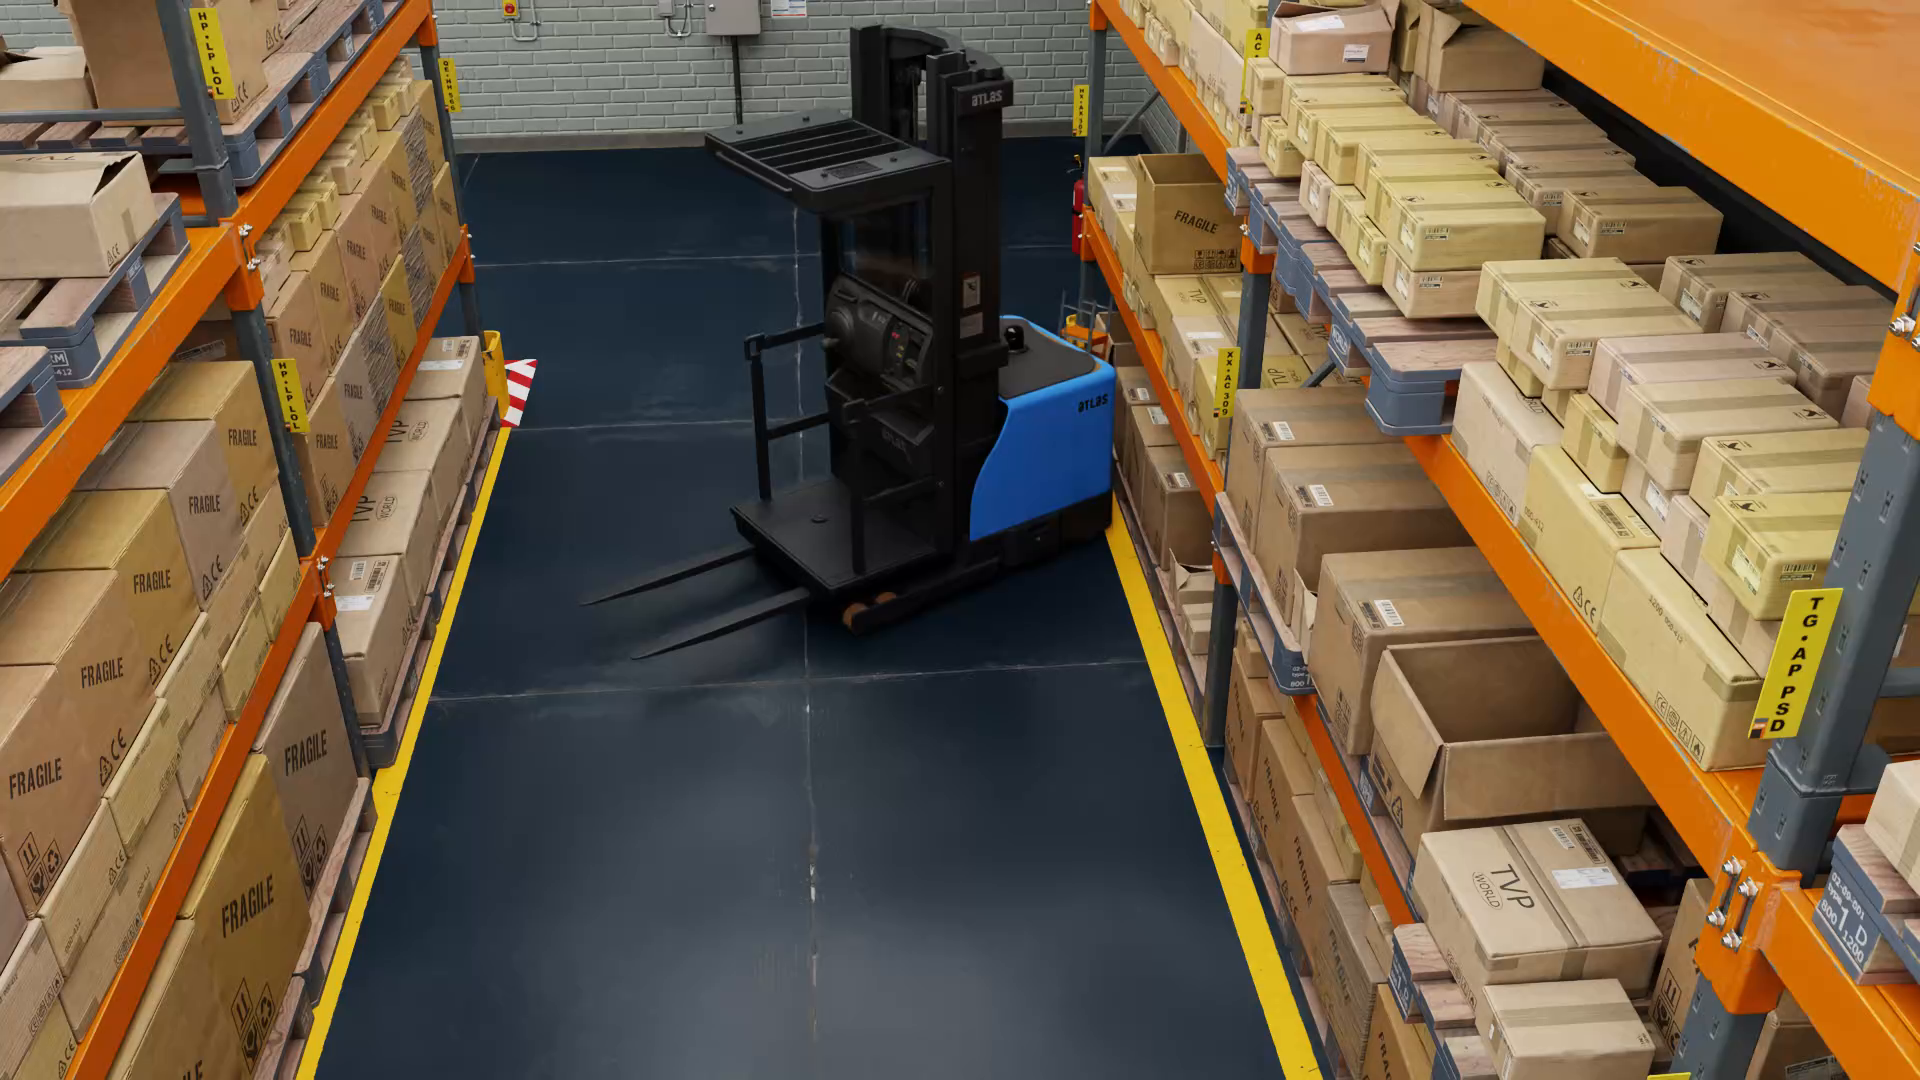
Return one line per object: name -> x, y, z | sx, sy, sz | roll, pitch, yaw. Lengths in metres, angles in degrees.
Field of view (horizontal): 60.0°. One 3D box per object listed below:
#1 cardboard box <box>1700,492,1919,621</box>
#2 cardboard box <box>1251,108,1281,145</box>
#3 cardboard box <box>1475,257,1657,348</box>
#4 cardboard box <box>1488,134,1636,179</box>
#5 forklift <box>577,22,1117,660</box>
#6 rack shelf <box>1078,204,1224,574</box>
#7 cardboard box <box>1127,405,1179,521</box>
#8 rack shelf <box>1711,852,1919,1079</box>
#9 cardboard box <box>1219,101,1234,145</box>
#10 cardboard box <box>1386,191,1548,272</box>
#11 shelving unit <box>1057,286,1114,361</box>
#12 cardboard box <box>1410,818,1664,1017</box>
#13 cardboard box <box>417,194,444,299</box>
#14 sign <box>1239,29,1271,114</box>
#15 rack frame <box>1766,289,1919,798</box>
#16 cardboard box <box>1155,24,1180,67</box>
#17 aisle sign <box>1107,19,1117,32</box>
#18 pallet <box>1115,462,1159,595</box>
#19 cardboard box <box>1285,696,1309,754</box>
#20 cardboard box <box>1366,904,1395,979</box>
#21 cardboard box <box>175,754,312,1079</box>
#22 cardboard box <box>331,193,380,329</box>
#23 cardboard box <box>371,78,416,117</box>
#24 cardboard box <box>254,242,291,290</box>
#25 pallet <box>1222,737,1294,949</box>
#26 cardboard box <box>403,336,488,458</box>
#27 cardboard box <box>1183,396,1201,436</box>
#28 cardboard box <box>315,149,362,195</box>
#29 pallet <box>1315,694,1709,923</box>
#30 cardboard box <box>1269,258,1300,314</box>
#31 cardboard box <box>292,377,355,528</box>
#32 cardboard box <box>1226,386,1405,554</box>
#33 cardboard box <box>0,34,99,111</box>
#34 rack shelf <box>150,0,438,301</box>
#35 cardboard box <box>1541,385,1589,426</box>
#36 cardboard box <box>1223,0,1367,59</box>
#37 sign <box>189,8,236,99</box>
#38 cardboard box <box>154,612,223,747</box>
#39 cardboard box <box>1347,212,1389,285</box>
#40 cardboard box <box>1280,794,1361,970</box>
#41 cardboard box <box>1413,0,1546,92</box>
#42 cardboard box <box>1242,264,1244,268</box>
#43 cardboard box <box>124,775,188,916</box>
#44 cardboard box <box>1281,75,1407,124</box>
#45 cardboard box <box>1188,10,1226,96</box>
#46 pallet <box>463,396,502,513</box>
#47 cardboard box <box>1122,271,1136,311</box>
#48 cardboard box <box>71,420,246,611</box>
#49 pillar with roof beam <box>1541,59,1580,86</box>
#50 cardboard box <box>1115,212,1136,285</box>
cardboard box -> 1.729, 0.029, 3.319 | 0.380, 0.149, 0.250 | -2, 31, -3
cardboard box -> 1.314, -1.561, 6.252 | 0.380, 0.149, 0.250 | -2, 31, -4
cardboard box -> 1.608, -0.634, 4.428 | 0.380, 0.149, 0.250 | -3, 31, -4
cardboard box -> 1.919, -1.187, 5.335 | 0.380, 0.149, 0.250 | -4, 31, -6
forklift -> -0.602, -1.061, 8.668 | 3.031, 2.935, 1.130 | -20, 36, -30
rack shelf -> 1.495, -1.042, 9.271 | 1.077, 0.370, 4.000 | -3, 31, -5
cardboard box -> 1.262, -0.449, 9.605 | 0.500, 0.500, 0.500 | -2, 31, -4
rack shelf -> 2.243, 1.755, 1.664 | 1.077, 0.370, 4.000 | -3, 31, -5
cardboard box -> 1.335, -1.804, 7.166 | 0.380, 0.149, 0.250 | -3, 31, -5
cardboard box -> 1.476, -0.904, 4.861 | 0.380, 0.149, 0.250 | -3, 31, -4
shelving unit -> 0.702, -0.916, 10.098 | 0.258, 1.200, 0.189 | 22, 28, 32
cardboard box -> 1.635, 1.073, 4.765 | 0.500, 0.250, 0.500 | -4, 31, -7
cardboard box -> -3.293, -1.685, 9.548 | 0.500, 0.500, 0.500 | -3, 31, -6
sign -> 1.143, -1.810, 6.425 | 0.100, 0.325, 0.005 | -3, 31, -5
rack frame -> 2.056, -0.863, 2.420 | 1.000, 3.000, 0.127 | -3, 31, -5
cardboard box -> 1.181, -2.464, 8.270 | 0.380, 0.149, 0.250 | -2, 31, -4
aisle sign -> 1.010, -3.509, 10.164 | 0.394, 0.787, 0.004 | -3, 31, -5
pallet -> 1.502, -0.108, 9.725 | 1.003, 0.211, 1.213 | -3, 31, -5
cardboard box -> 1.589, 0.749, 6.967 | 0.380, 0.149, 0.250 | -4, 31, -7
cardboard box -> 1.662, 1.408, 5.863 | 0.380, 0.149, 0.250 | -4, 31, -7
cardboard box -> -3.030, 1.415, 6.118 | 0.875, 0.875, 0.875 | -2, 31, -3
cardboard box -> -3.140, -1.337, 7.991 | 0.500, 0.500, 0.500 | -2, 31, -4
cardboard box -> -3.245, -2.453, 9.227 | 0.380, 0.149, 0.250 | -3, 31, -5
cardboard box -> -3.070, -1.144, 7.036 | 0.380, 0.149, 0.250 | -2, 31, -4
pallet -> 1.796, 1.281, 7.400 | 1.003, 0.211, 1.213 | -3, 31, -5
cardboard box -> -3.472, -0.881, 10.388 | 0.875, 0.438, 0.875 | -4, 31, -6
cardboard box -> 1.307, -0.636, 8.135 | 0.380, 0.149, 0.250 | -2, 31, -3
cardboard box -> -3.154, -1.793, 8.121 | 0.380, 0.149, 0.250 | -3, 31, -4
pallet -> 1.870, 0.802, 5.669 | 1.003, 0.211, 1.213 | -3, 31, -5
cardboard box -> 1.808, -1.488, 8.441 | 0.500, 0.500, 0.500 | -4, 31, -6
cardboard box -> -3.042, -0.385, 7.372 | 0.500, 0.500, 0.500 | -2, 31, -3
cardboard box -> 1.505, -0.295, 6.812 | 0.700, 0.500, 0.500 | -2, 31, -3
cardboard box -> -3.638, -1.854, 6.628 | 0.396, 0.266, 0.258 | -2, 31, -3
rack shelf -> -3.446, -2.090, 8.101 | 1.077, 0.370, 4.000 | -3, 31, -5
cardboard box -> 1.739, -0.375, 4.285 | 0.380, 0.149, 0.250 | -2, 31, -4
cardboard box -> 1.396, -2.142, 6.854 | 0.500, 0.250, 0.500 | -3, 31, -4
sign -> -2.720, -1.766, 6.045 | 0.100, 0.325, 0.005 | -3, 31, -5
cardboard box -> -2.868, 0.492, 5.660 | 0.500, 0.250, 0.500 | -2, 31, -3
cardboard box -> 1.427, -0.910, 5.161 | 0.380, 0.149, 0.250 | -2, 31, -3
cardboard box -> 1.605, 1.347, 6.598 | 0.500, 0.500, 0.500 | -4, 31, -6
cardboard box -> 1.837, -1.752, 5.877 | 0.396, 0.266, 0.258 | -3, 31, -5
cardboard box -> 1.753, -1.430, 9.075 | 0.500, 0.250, 0.500 | -3, 31, -5
cardboard box -> -2.839, 0.973, 5.342 | 0.500, 0.250, 0.500 | -3, 31, -5
cardboard box -> 1.369, -1.554, 5.950 | 0.380, 0.149, 0.250 | -2, 31, -4
cardboard box -> 1.329, -2.180, 7.406 | 0.500, 0.250, 0.500 | -4, 31, -6
pallet -> -3.480, -0.531, 10.433 | 1.003, 0.211, 1.213 | -3, 31, -5
cardboard box -> 1.137, -1.423, 9.452 | 0.380, 0.149, 0.250 | -4, 31, -6
cardboard box -> -2.912, -0.082, 5.890 | 0.500, 0.500, 0.500 | -2, 31, -4
pillar with roof beam -> -1.771, -3.098, 6.161 | 9.100, 9.000, 0.400 | -3, 31, -5
cardboard box -> 1.181, -1.675, 9.485 | 0.500, 0.250, 0.500 | -3, 31, -6
